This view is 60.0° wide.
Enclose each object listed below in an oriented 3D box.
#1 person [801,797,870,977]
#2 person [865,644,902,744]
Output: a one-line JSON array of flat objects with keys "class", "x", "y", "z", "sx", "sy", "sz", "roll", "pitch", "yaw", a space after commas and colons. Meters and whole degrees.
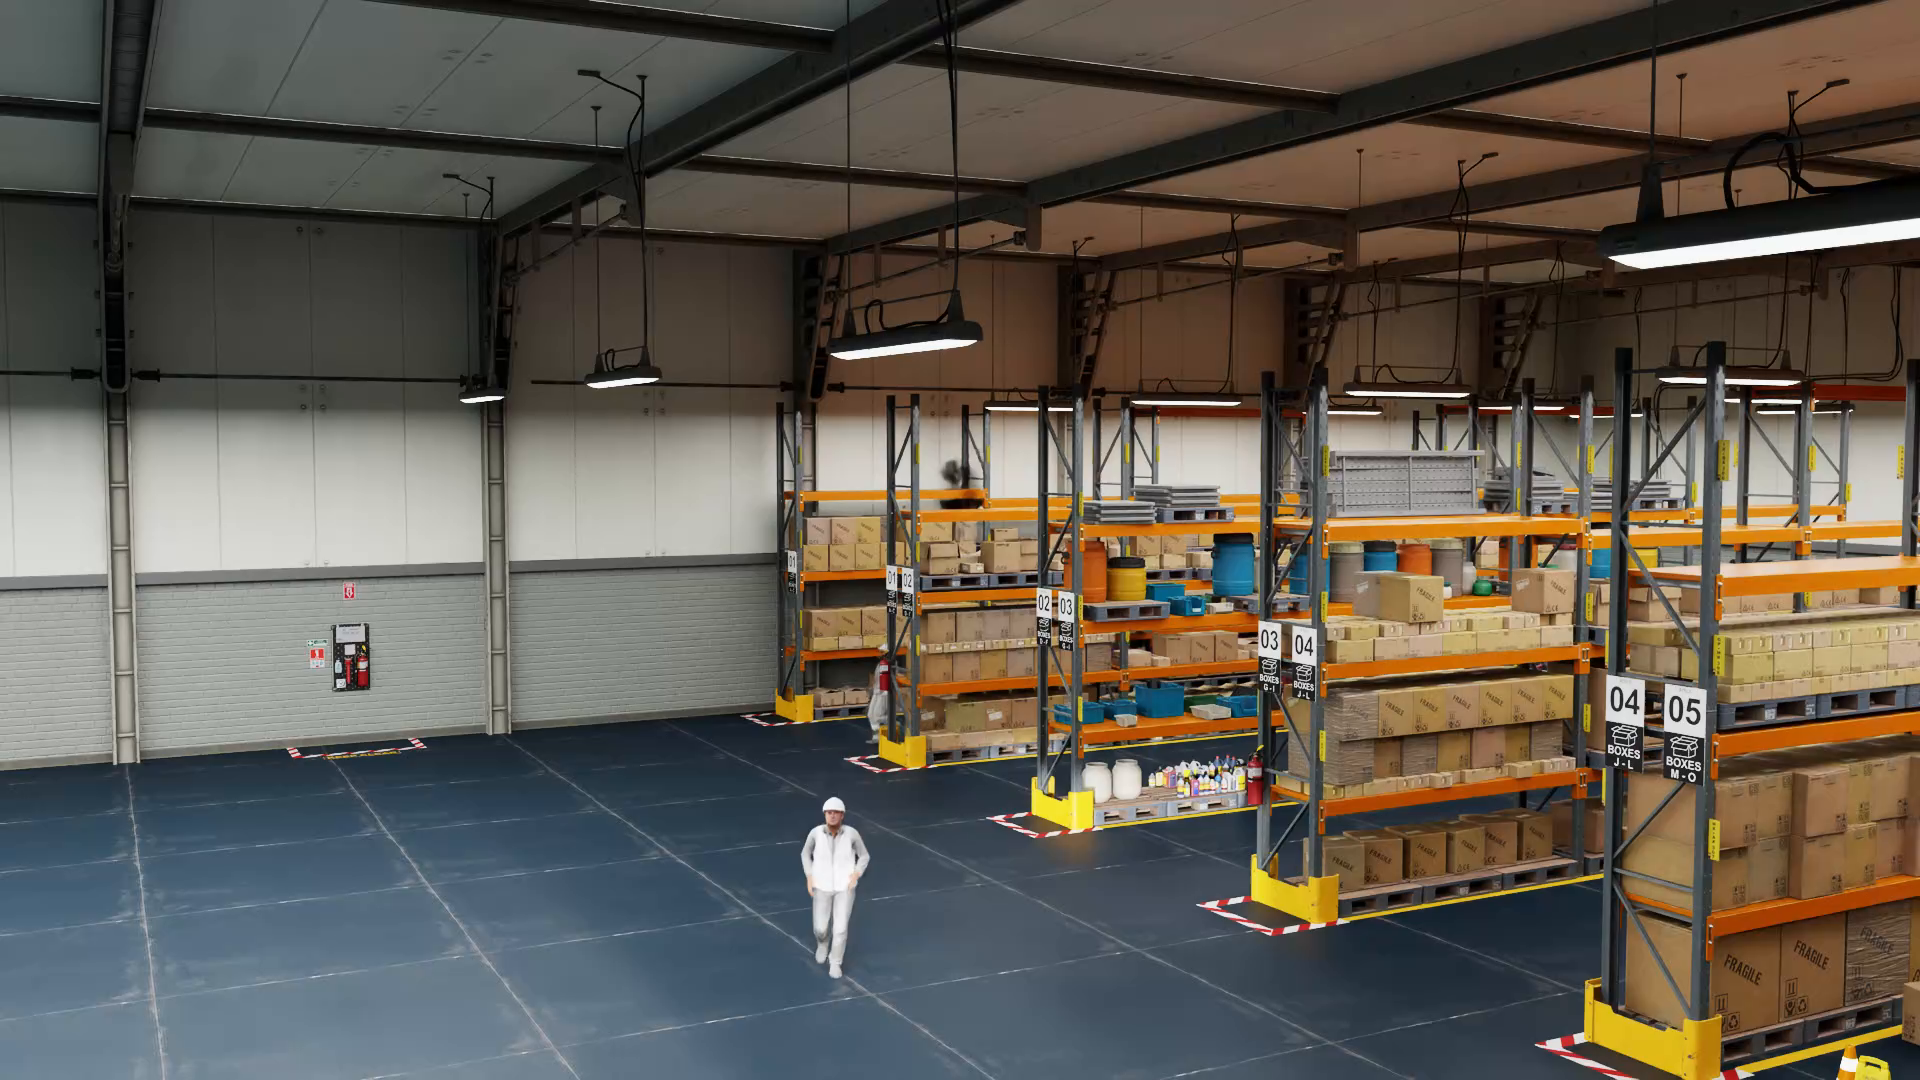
[{"class": "person", "x": -1.218, "y": 3.379, "z": 16.252, "sx": 0.676, "sy": 1.743, "sz": 0.576, "roll": 0, "pitch": 3, "yaw": -2}, {"class": "person", "x": -1.300, "y": 2.674, "z": 28.773, "sx": 0.613, "sy": 1.756, "sz": 0.686, "roll": -2, "pitch": 4, "yaw": -26}]
